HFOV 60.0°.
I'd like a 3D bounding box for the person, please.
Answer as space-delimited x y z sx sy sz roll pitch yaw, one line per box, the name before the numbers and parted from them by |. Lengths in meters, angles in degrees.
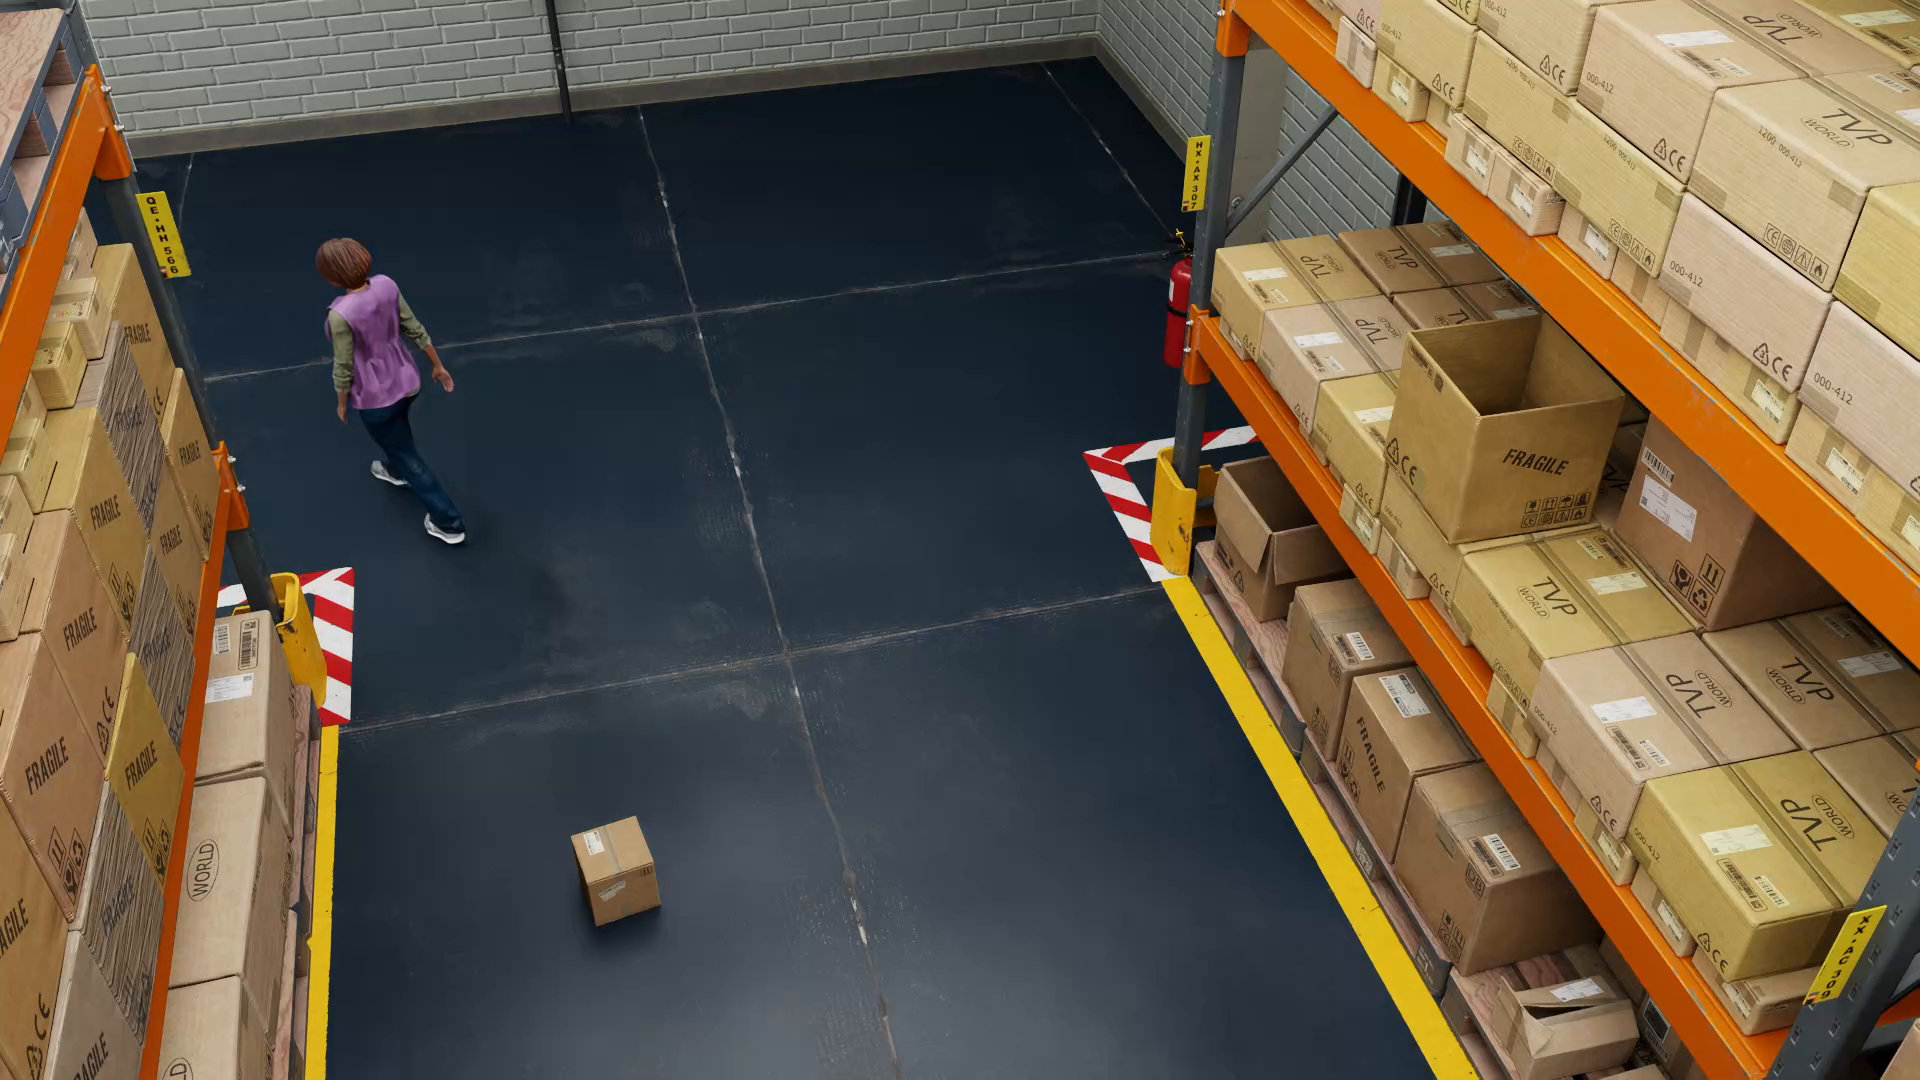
person | -2.688 -0.724 7.616 0.812 1.559 0.502 18 42 21
